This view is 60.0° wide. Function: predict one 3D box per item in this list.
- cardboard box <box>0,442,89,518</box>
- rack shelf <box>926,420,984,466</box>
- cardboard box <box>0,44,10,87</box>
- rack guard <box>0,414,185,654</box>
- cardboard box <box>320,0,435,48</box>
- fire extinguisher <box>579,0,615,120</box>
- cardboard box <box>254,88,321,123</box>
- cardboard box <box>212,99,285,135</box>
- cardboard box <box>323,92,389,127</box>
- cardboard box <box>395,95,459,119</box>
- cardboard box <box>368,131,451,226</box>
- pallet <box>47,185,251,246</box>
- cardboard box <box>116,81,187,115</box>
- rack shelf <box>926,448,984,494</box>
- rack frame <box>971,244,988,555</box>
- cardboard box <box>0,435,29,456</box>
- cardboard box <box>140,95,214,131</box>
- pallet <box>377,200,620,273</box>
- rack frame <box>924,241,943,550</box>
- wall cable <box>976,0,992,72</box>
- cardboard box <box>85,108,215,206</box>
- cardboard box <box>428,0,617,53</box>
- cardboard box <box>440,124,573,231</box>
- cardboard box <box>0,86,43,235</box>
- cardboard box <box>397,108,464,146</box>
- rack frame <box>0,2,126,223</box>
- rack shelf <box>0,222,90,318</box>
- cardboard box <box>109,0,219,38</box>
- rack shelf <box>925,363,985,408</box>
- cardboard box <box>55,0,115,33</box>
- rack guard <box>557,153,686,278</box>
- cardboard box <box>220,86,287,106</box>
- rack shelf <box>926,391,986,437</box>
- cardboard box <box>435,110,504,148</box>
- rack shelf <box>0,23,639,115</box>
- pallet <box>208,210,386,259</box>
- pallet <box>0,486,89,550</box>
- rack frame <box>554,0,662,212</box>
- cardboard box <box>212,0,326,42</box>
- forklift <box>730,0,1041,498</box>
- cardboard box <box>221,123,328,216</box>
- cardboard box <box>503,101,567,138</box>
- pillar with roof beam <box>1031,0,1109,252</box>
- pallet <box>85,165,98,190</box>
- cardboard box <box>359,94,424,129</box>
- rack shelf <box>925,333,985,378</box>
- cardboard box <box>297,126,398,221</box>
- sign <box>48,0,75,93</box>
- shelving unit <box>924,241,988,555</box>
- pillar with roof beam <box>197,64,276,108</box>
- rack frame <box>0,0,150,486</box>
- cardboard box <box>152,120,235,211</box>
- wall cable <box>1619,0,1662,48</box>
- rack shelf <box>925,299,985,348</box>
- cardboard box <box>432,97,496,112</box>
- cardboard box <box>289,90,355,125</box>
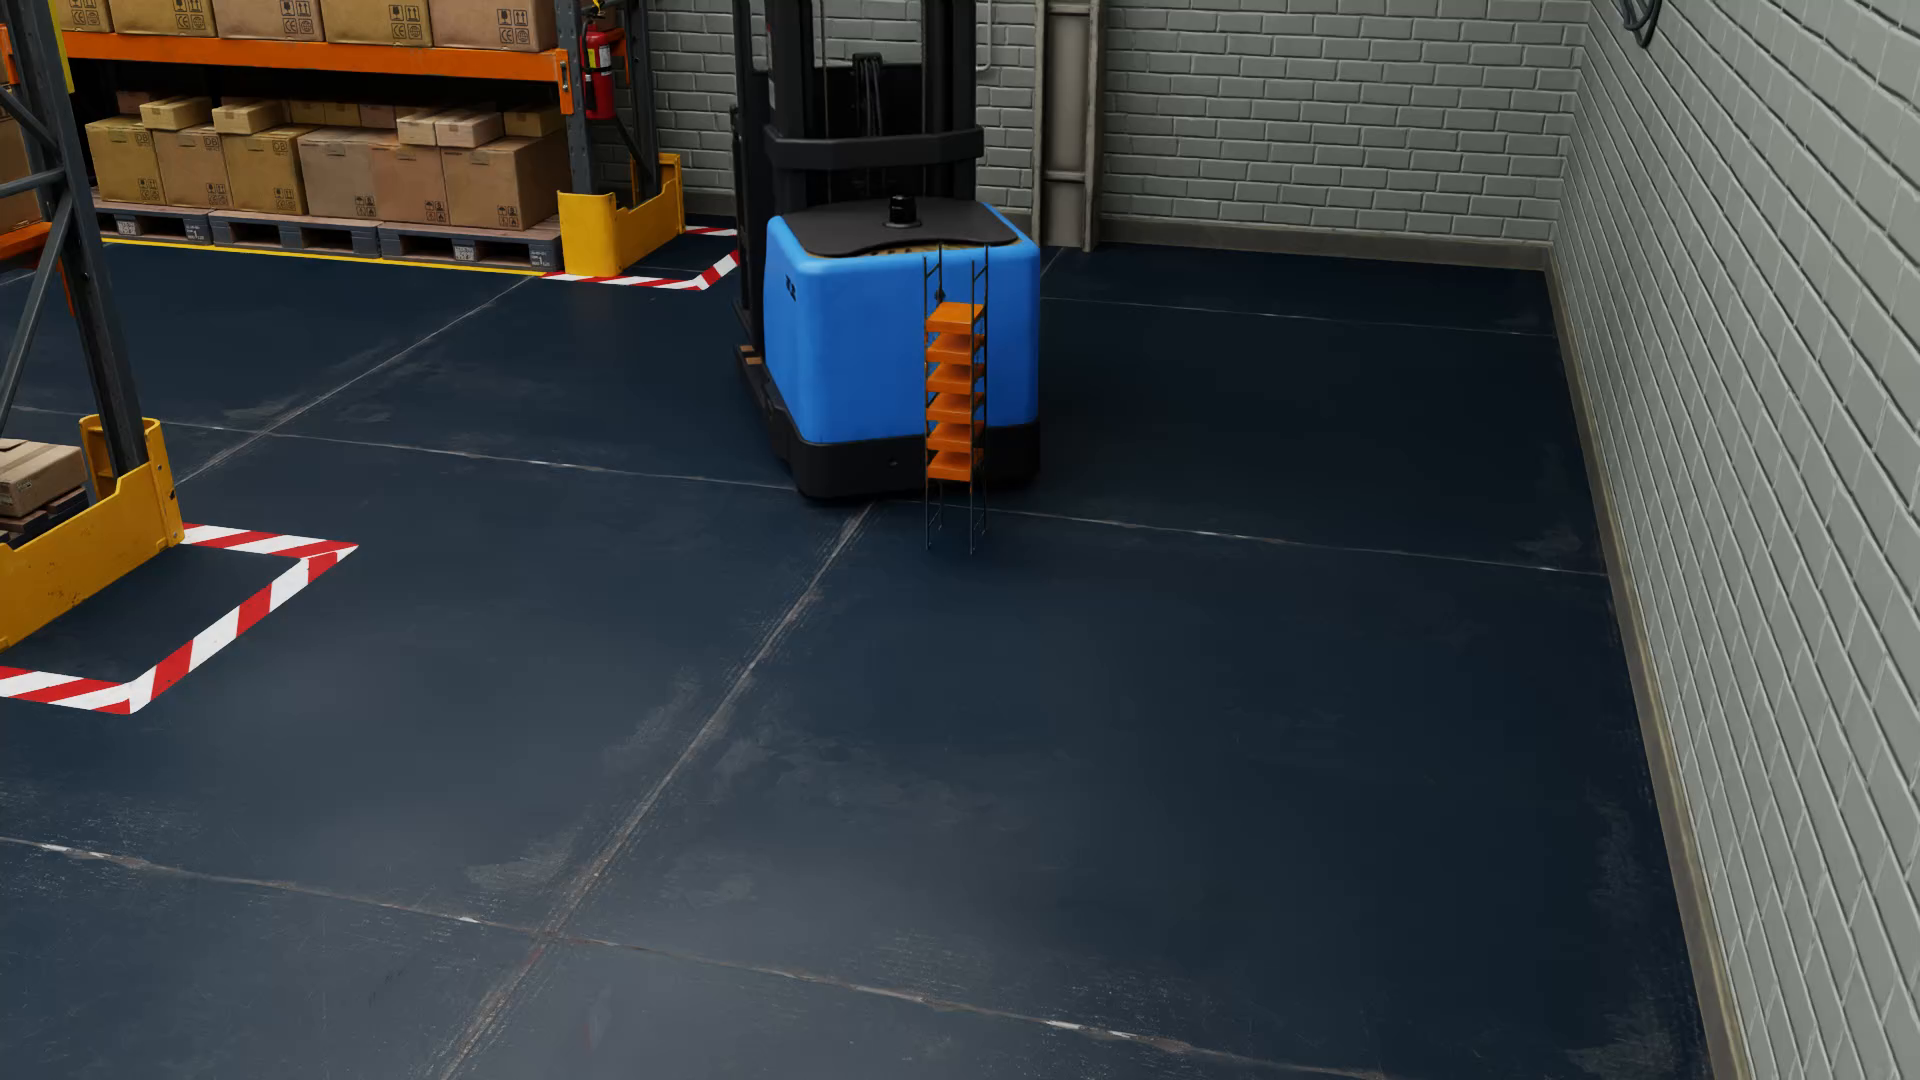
[{"bbox_3d":[-3.696,-0.243,6.575,0.250,0.149,0.380,6,26,13],"label":"cardboard box"},{"bbox_3d":[-0.014,-0.395,6.566,0.180,0.103,0.258,6,26,13],"label":"rack shelf"},{"bbox_3d":[-3.741,-1.797,5.756,0.500,0.500,0.500,7,26,15],"label":"cardboard box"},{"bbox_3d":[-3.450,-0.023,6.216,0.348,0.500,1.175,6,26,13],"label":"rack guard"},{"bbox_3d":[-3.350,-3.465,10.190,0.700,0.700,0.980,6,26,13],"label":"cardboard box"},{"bbox_3d":[-2.115,-2.794,9.654,0.183,0.674,0.296,6,26,13],"label":"fire extinguisher"},{"bbox_3d":[-4.402,-2.853,10.917,0.250,0.149,0.380,7,26,14],"label":"cardboard box"},{"bbox_3d":[-4.530,-2.697,10.590,0.250,0.149,0.380,6,26,12],"label":"cardboard box"},{"bbox_3d":[-3.907,-2.798,10.802,0.250,0.149,0.380,7,26,14],"label":"cardboard box"},{"bbox_3d":[-3.411,-2.744,10.689,0.250,0.149,0.380,7,26,13],"label":"cardboard box"},{"bbox_3d":[-3.334,-2.354,10.624,0.500,0.500,0.700,6,26,13],"label":"cardboard box"},{"bbox_3d":[-5.303,-2.261,11.254,1.213,0.211,1.003,6,26,13],"label":"pallet"},{"bbox_3d":[-5.413,-2.964,11.150,0.250,0.149,0.380,6,26,13],"label":"cardboard box"},{"bbox_3d":[-0.014,-0.286,6.618,0.180,0.103,0.258,6,26,13],"label":"rack shelf"},{"bbox_3d":[0.075,-0.533,6.475,0.006,1.200,0.240,6,26,13],"label":"rack frame"},{"bbox_3d":[-3.939,-0.277,6.627,0.250,0.166,0.380,6,26,13],"label":"cardboard box"},{"bbox_3d":[-5.035,-2.753,10.707,0.250,0.149,0.380,7,26,15],"label":"cardboard box"},{"bbox_3d":[-2.940,-2.000,10.705,1.213,0.211,1.003,6,26,13],"label":"pallet"},{"bbox_3d":[-0.103,-0.553,6.516,0.006,1.200,0.240,6,26,13],"label":"rack frame"},{"bbox_3d":[-0.671,-3.921,10.315,1.851,1.984,0.084,6,26,13],"label":"wall cable"},{"bbox_3d":[-5.322,-2.572,11.083,0.500,0.500,0.700,7,26,14],"label":"cardboard box"},{"bbox_3d":[-2.643,-3.392,10.036,0.700,0.700,0.980,8,26,15],"label":"cardboard box"},{"bbox_3d":[-2.849,-2.300,10.511,0.500,0.500,0.700,6,26,13],"label":"cardboard box"},{"bbox_3d":[-3.741,-1.346,5.971,0.500,0.500,0.500,7,26,14],"label":"cardboard box"},{"bbox_3d":[-3.267,-2.558,10.298,0.250,0.149,0.380,7,26,14],"label":"cardboard box"},{"bbox_3d":[-6.020,-3.634,10.894,0.127,3.000,1.000,6,26,13],"label":"rack frame"},{"bbox_3d":[-5.313,-1.033,6.266,4.000,0.370,1.077,6,26,13],"label":"rack shelf"},{"bbox_3d":[-4.793,-3.624,10.524,0.700,0.700,0.980,6,26,12],"label":"cardboard box"},{"bbox_3d":[-0.014,-0.612,6.463,0.180,0.103,0.258,6,26,13],"label":"rack shelf"},{"bbox_3d":[-5.499,-3.705,10.693,0.700,0.700,0.980,7,26,14],"label":"cardboard box"},{"bbox_3d":[-2.123,-2.075,10.526,0.348,0.500,1.175,6,26,13],"label":"rack guard"},{"bbox_3d":[-4.646,-2.880,10.974,0.250,0.149,0.380,5,26,11],"label":"cardboard box"},{"bbox_3d":[-0.014,-0.503,6.514,0.180,0.103,0.258,6,26,13],"label":"rack shelf"},{"bbox_3d":[-3.019,-2.531,10.242,0.250,0.149,0.380,6,26,12],"label":"cardboard box"},{"bbox_3d":[-4.083,-3.095,10.599,4.000,0.370,1.077,6,26,13],"label":"rack shelf"},{"bbox_3d":[-4.118,-2.131,10.981,1.213,0.211,1.003,6,26,13],"label":"pallet"},{"bbox_3d":[-4.222,0.023,6.457,1.213,0.211,1.003,6,26,13],"label":"pallet"},{"bbox_3d":[-2.146,-3.206,9.994,0.127,3.000,1.000,6,26,13],"label":"rack frame"},{"bbox_3d":[-4.086,-3.551,10.369,0.700,0.700,0.980,5,26,10],"label":"cardboard box"},{"bbox_3d":[-0.530,-2.110,7.773,1.130,2.935,3.031,-7,26,-14],"label":"forklift"},{"bbox_3d":[-4.339,-2.461,10.850,0.500,0.500,0.700,7,26,14],"label":"cardboard box"},{"bbox_3d":[-2.678,-2.663,10.519,0.250,0.149,0.380,6,26,13],"label":"cardboard box"},{"bbox_3d":[-0.388,-4.193,5.090,0.400,9.000,9.100,6,26,13],"label":"pillar with roof beam"},{"bbox_3d":[-6.786,-2.426,11.601,1.213,0.211,1.003,6,26,13],"label":"pallet"},{"bbox_3d":[-3.658,-2.771,10.745,0.250,0.149,0.380,7,26,14],"label":"cardboard box"},{"bbox_3d":[-0.014,-0.720,6.411,0.180,0.103,0.258,6,26,13],"label":"rack shelf"},{"bbox_3d":[-3.821,-2.407,10.736,0.500,0.500,0.700,5,26,11],"label":"cardboard box"},{"bbox_3d":[-3.241,-1.760,5.950,0.005,0.325,0.100,6,26,13],"label":"sign"},{"bbox_3d":[-0.014,-0.543,6.495,0.189,1.200,0.258,6,26,13],"label":"shelving unit"},{"bbox_3d":[-6.199,-4.836,6.439,0.400,9.000,9.100,6,26,13],"label":"pillar with roof beam"},{"bbox_3d":[-3.376,-1.143,5.662,0.127,3.000,1.000,6,26,13],"label":"rack frame"},{"bbox_3d":[-4.836,-2.517,10.967,0.500,0.500,0.700,6,26,12],"label":"cardboard box"},{"bbox_3d":[3.242,-3.758,7.788,0.112,2.526,3.097,6,26,13],"label":"wall cable"},{"bbox_3d":[-0.014,-0.828,6.360,0.180,0.103,0.258,6,26,13],"label":"rack shelf"},{"bbox_3d":[-3.169,-2.717,10.632,0.250,0.149,0.380,6,26,13],"label":"cardboard box"},{"bbox_3d":[-4.152,-2.825,10.860,0.250,0.149,0.380,6,26,12],"label":"cardboard box"}]
